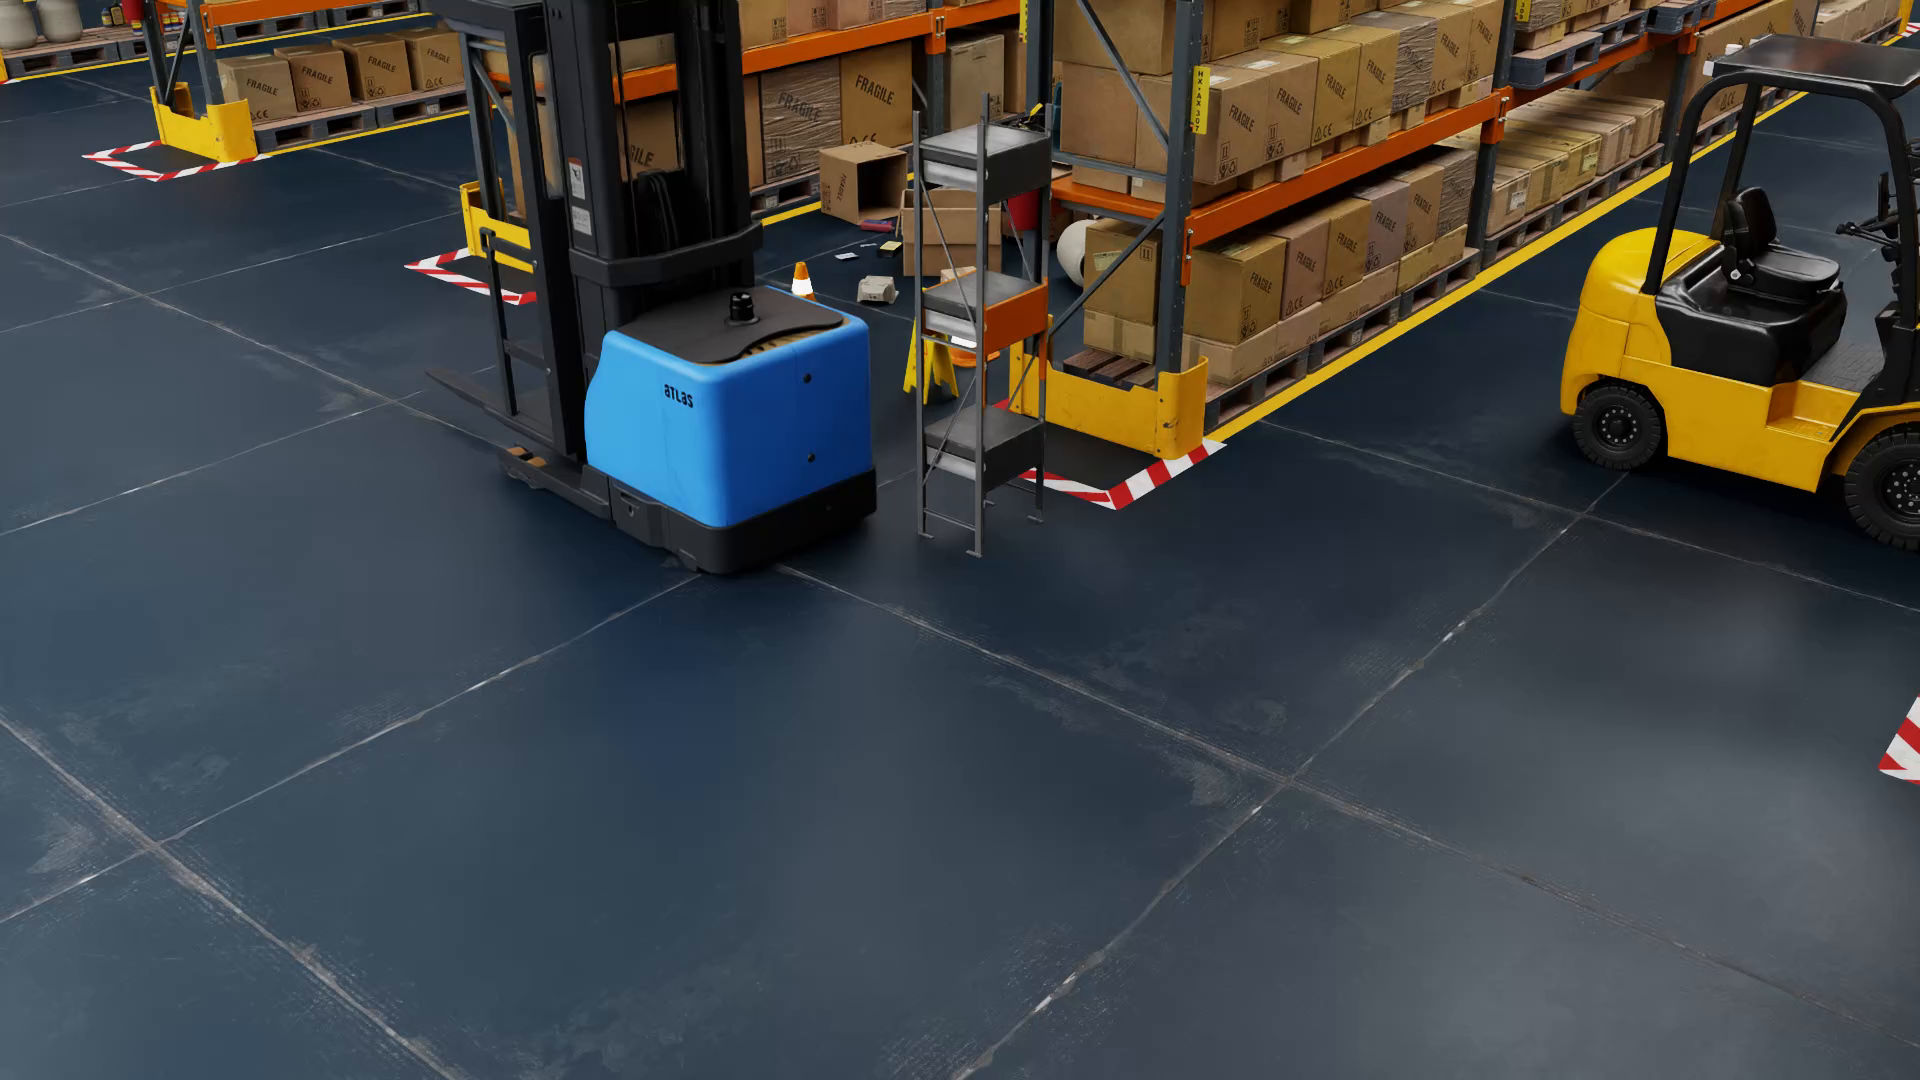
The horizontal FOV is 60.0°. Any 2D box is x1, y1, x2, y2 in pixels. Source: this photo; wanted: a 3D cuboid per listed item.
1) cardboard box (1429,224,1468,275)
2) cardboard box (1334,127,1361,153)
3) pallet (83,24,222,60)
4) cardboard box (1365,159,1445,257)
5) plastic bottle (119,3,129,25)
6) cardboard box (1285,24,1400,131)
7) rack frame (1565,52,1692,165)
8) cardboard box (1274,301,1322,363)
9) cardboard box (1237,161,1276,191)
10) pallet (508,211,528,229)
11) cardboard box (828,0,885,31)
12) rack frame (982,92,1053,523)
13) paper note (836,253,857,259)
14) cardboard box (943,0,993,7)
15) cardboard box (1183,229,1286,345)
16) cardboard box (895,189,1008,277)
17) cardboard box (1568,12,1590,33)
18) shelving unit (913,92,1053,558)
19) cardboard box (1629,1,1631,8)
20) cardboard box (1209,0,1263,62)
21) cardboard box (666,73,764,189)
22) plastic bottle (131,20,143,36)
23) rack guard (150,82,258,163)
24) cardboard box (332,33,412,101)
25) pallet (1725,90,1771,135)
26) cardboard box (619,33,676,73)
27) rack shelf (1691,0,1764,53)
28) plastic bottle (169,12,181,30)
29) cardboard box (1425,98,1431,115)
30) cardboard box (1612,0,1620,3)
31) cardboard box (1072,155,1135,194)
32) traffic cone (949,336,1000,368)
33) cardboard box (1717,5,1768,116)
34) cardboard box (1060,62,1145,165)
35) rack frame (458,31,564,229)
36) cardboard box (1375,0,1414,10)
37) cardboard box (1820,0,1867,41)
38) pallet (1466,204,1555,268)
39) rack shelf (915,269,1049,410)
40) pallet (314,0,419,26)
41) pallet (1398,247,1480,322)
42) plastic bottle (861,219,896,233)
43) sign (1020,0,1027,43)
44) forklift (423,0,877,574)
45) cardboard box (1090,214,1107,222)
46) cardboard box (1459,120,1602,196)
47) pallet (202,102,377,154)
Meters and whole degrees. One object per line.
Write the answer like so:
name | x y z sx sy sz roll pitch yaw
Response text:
cardboard box | 3.148 -2.058 11.498 0.500 0.250 0.500 23 35 37
cardboard box | 2.177 -2.449 9.993 0.380 0.149 0.250 20 33 33
pallet | -9.387 -5.825 19.281 1.003 0.211 1.213 21 34 34
cardboard box | 2.826 -2.210 10.976 0.500 0.500 0.500 21 34 35
plastic bottle | -9.685 -6.152 19.364 0.152 0.276 0.135 21 34 35
cardboard box | 2.255 -2.774 9.915 0.500 0.500 0.500 20 33 33
rack frame | 5.861 -4.799 14.262 1.000 3.000 0.127 21 34 34
cardboard box | 1.830 -1.312 10.056 0.500 0.250 0.500 22 35 36
cardboard box | 1.530 -2.075 9.269 0.380 0.149 0.250 20 33 33
pallet | -2.663 -2.441 12.739 1.003 0.211 1.213 21 34 34
cardboard box | -1.125 -4.522 13.564 0.875 0.550 0.550 21 34 34
rack frame | 0.261 -1.078 8.048 0.400 2.100 0.015 21 34 34
paper note | -0.830 -2.099 12.275 0.142 0.017 0.144 -15 31 -27
cardboard box | -0.025 -4.944 14.433 0.500 0.500 0.500 21 34 35
cardboard box | 1.514 -1.474 9.555 0.500 0.500 0.500 19 33 33
cardboard box | -0.063 -2.216 11.986 0.797 0.503 0.637 0 27 0
cardboard box | 4.395 -3.847 12.238 0.380 0.149 0.250 21 34 35
shelving unit | 0.105 -0.991 7.881 0.431 2.100 0.503 21 34 34
cardboard box | 5.006 -4.229 12.977 0.380 0.149 0.250 21 34 35
cardboard box | 1.257 -3.005 9.274 0.700 0.500 0.500 21 34 35
cardboard box | -2.173 -3.188 13.004 0.875 0.875 0.875 20 34 34
plastic bottle | -9.302 -5.842 18.768 0.097 0.271 0.097 0 27 0
rack guard | -6.826 -3.775 15.004 1.175 0.500 0.348 21 34 34
cardboard box | -5.697 -4.590 16.121 0.500 0.500 0.500 25 36 39
pallet | 7.197 -4.248 16.232 1.003 0.211 1.213 21 34 34
cardboard box | -2.577 -3.786 12.141 0.875 0.550 0.550 21 34 34
rack shelf | 7.134 -5.188 15.798 1.077 0.370 4.000 21 34 34
plastic bottle | -9.021 -5.999 19.071 0.097 0.271 0.097 0 27 0
cardboard box | 2.799 -2.822 10.713 0.380 0.149 0.250 20 34 34
cardboard box | 4.798 -4.360 12.524 0.500 0.500 0.500 19 33 32
cardboard box | 0.846 -2.046 9.214 0.380 0.149 0.250 22 35 36
traffic cone | 0.051 -1.365 10.385 0.336 0.463 0.334 21 34 34
cardboard box | 6.935 -4.577 15.689 0.875 0.875 0.875 21 34 35
cardboard box | 0.905 -2.412 9.215 0.500 0.500 0.500 20 33 34
rack frame | -3.111 -3.373 11.506 1.000 3.000 0.127 21 34 34
cardboard box | 2.528 -3.734 10.682 0.700 0.500 0.500 21 34 35
cardboard box | 9.457 -5.774 18.479 0.875 0.438 0.875 20 33 33
pallet | 3.811 -2.418 12.695 1.003 0.211 1.213 21 34 34
rack shelf | 0.105 -0.979 7.887 0.431 0.518 0.480 21 34 34
pallet | -7.682 -6.776 21.118 1.003 0.211 1.213 21 34 34
pallet | 2.917 -1.894 11.681 1.003 0.211 1.213 21 34 34
plastic bottle | -0.614 -2.432 12.885 0.283 0.061 0.133 9 29 17
sign | 0.357 -2.786 8.767 0.100 0.325 0.005 21 34 34
forklift | -1.819 -1.718 8.381 3.031 2.935 1.130 25 36 39
cardboard box | 1.143 -2.505 12.803 0.258 0.266 0.396 0 27 0
cardboard box | 4.544 -3.090 13.360 0.950 0.372 0.625 22 35 36
pallet | -6.282 -3.925 15.607 1.003 0.211 1.213 21 34 34
